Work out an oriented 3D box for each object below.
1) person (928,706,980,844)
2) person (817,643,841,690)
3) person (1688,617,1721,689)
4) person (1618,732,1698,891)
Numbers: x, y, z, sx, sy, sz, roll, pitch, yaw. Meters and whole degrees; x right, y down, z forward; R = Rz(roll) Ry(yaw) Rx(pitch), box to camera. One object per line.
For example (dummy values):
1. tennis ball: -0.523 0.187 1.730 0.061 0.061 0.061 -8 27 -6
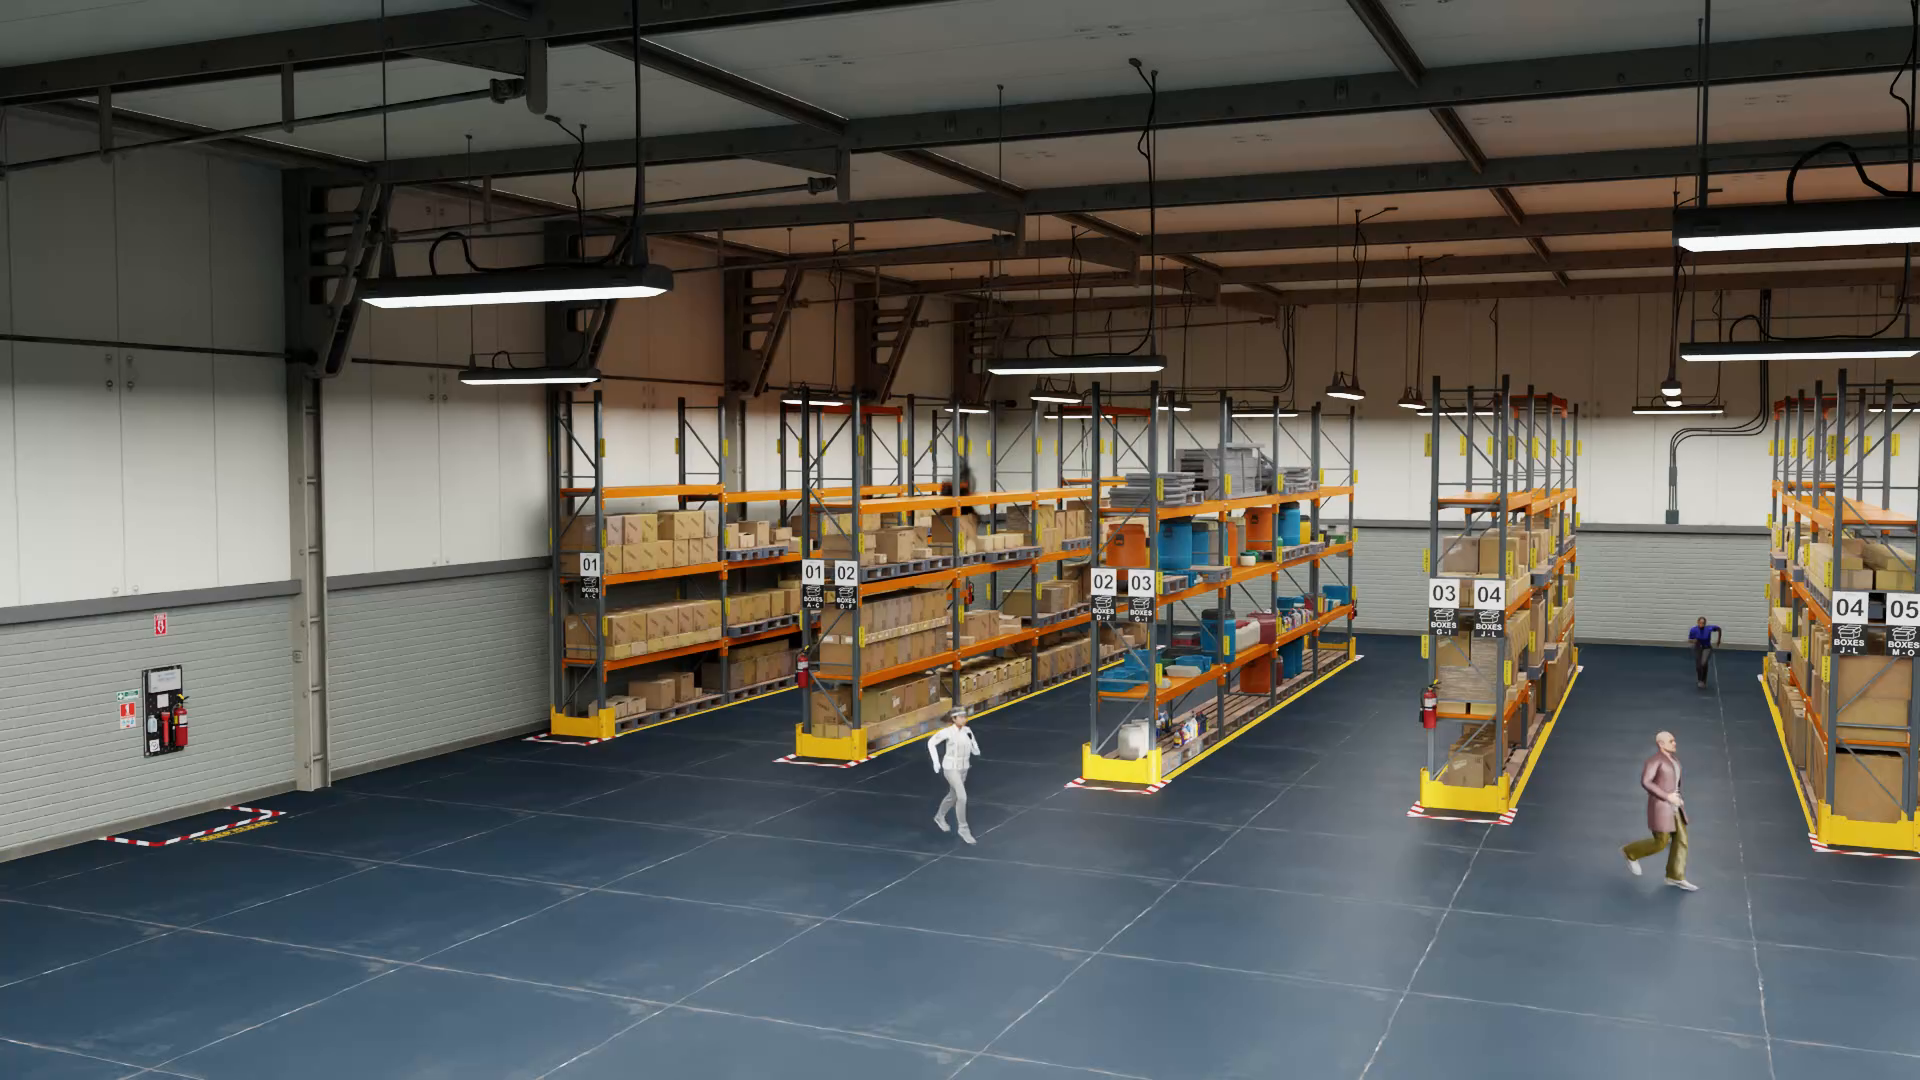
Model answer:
1. person: -0.058 2.971 21.291 0.842 1.738 0.580 3 4 45
2. person: -2.360 2.349 31.289 0.675 1.786 0.967 1 3 13
3. person: 15.477 2.365 34.589 0.588 1.472 0.933 2 4 30
4. person: 8.021 3.075 19.060 0.716 1.771 0.908 -2 4 -38
